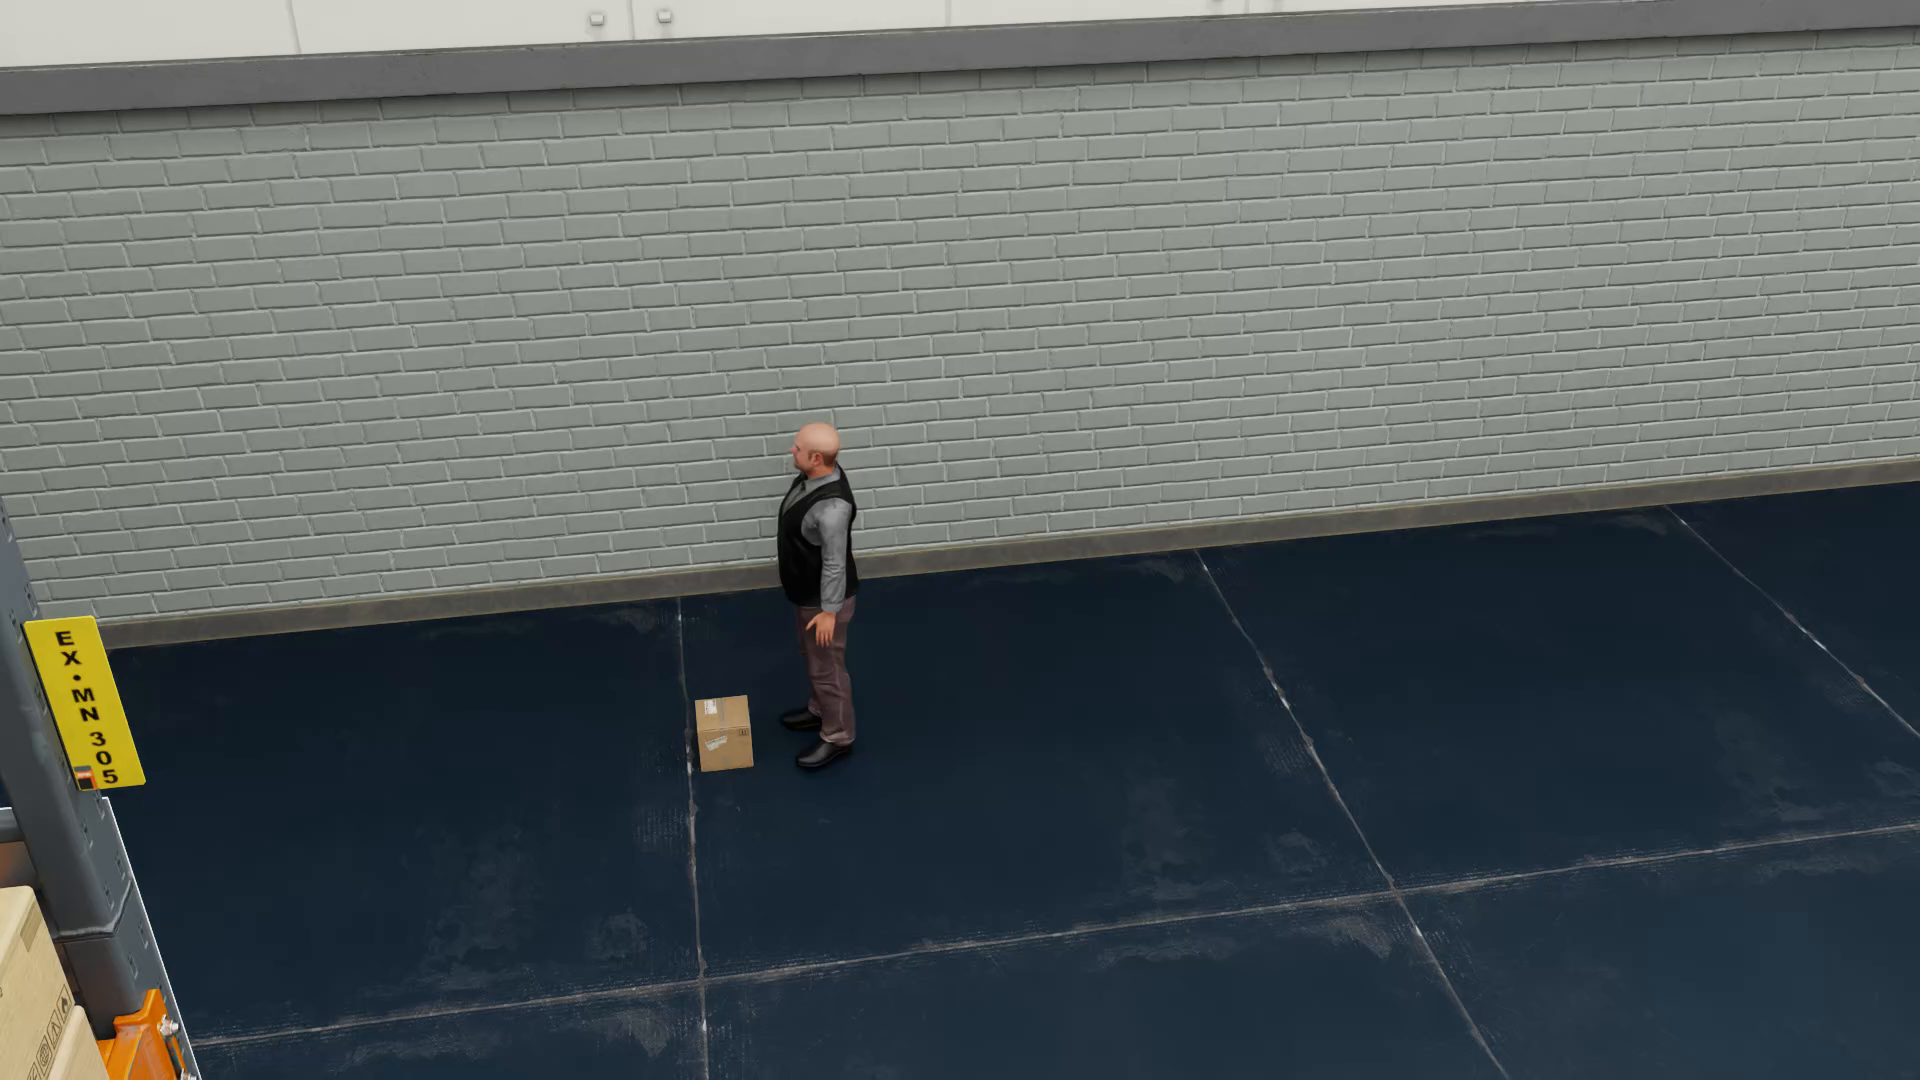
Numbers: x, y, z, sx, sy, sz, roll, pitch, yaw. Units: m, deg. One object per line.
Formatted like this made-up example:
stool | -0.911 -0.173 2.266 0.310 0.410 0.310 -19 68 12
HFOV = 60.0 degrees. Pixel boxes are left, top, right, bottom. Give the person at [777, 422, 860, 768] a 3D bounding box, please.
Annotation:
person | -0.664 0.278 7.727 0.378 1.638 0.548 -8 31 -13
